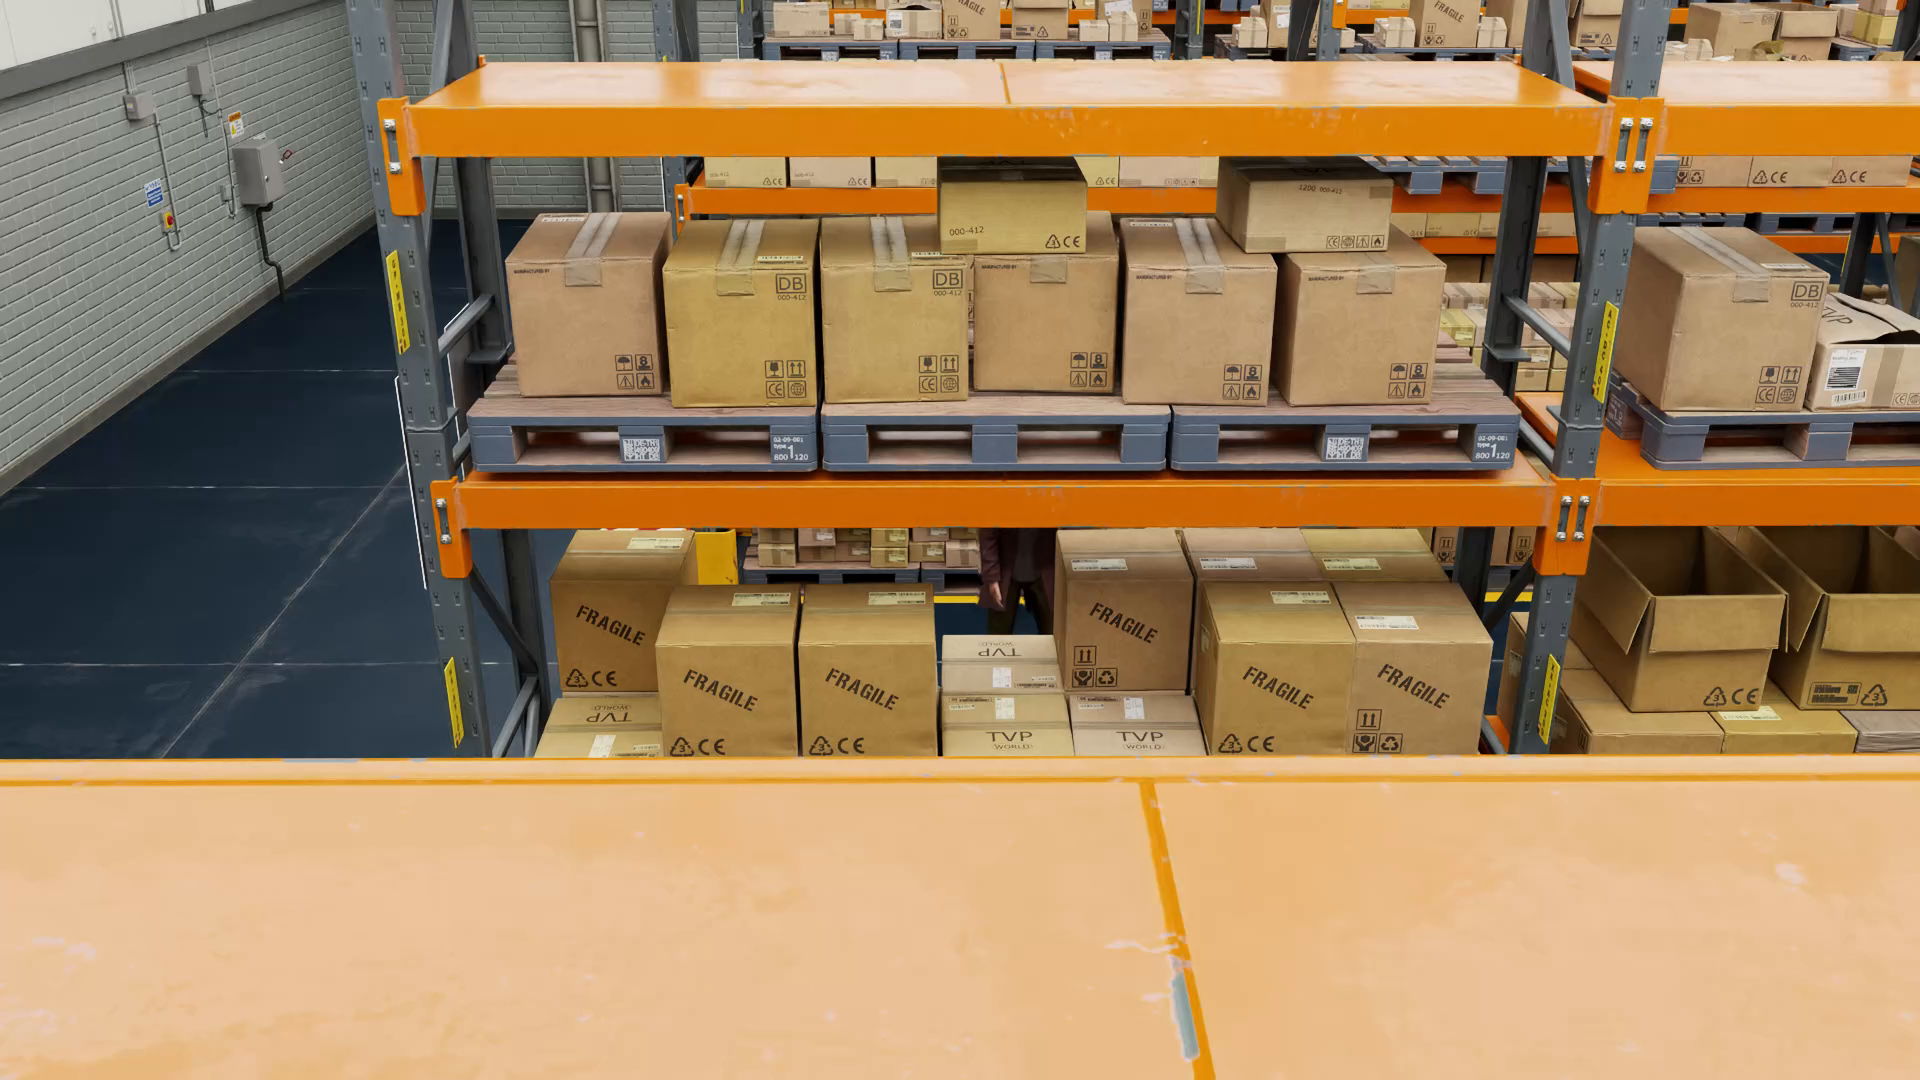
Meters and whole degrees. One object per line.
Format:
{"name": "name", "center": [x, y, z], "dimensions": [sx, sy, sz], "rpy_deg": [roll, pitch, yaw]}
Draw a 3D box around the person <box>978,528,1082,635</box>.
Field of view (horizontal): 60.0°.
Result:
{"name": "person", "center": [0.406, 0.249, 9.783], "dimensions": [0.607, 1.605, 0.503], "rpy_deg": [0, 24, 1]}
